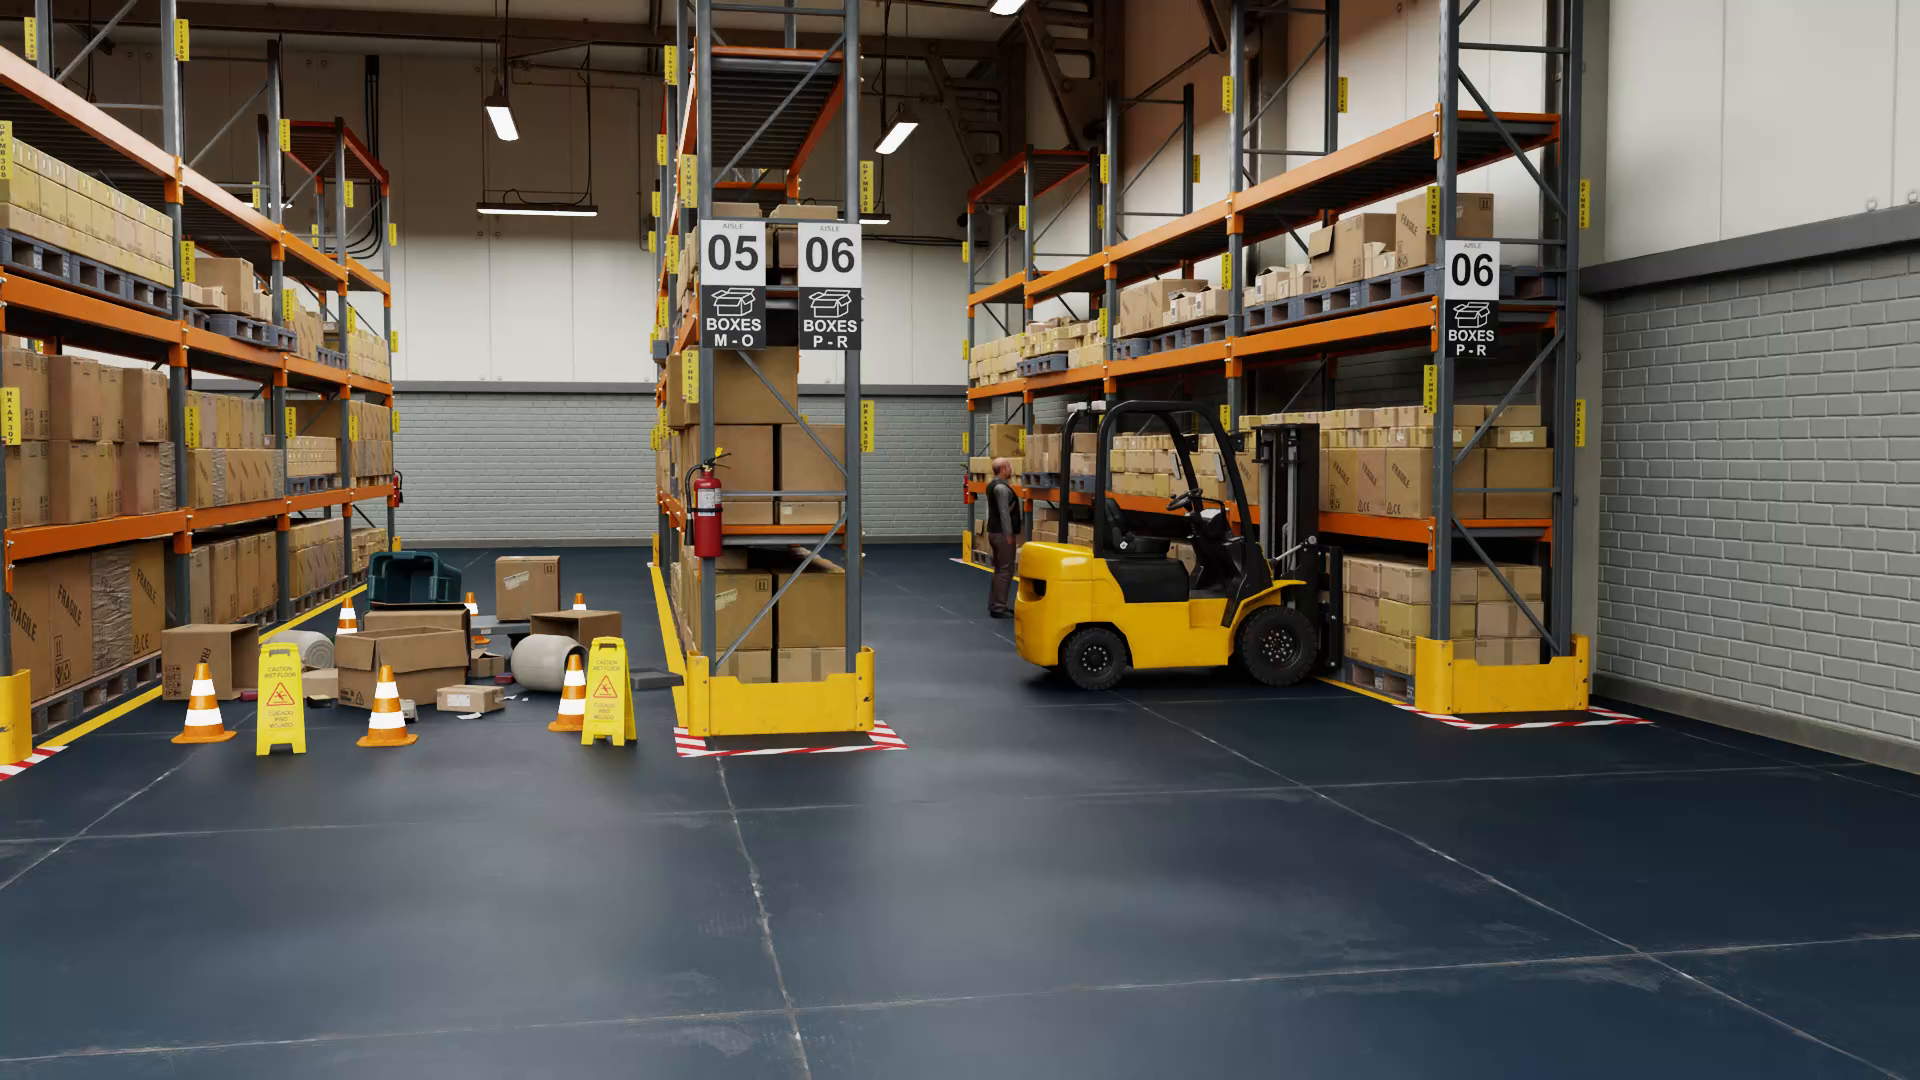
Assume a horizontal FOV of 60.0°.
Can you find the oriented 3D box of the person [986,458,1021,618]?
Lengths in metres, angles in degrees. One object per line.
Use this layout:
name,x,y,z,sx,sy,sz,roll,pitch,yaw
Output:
person,0.473,-0.023,17.955,0.357,1.733,0.530,-1,3,-10
